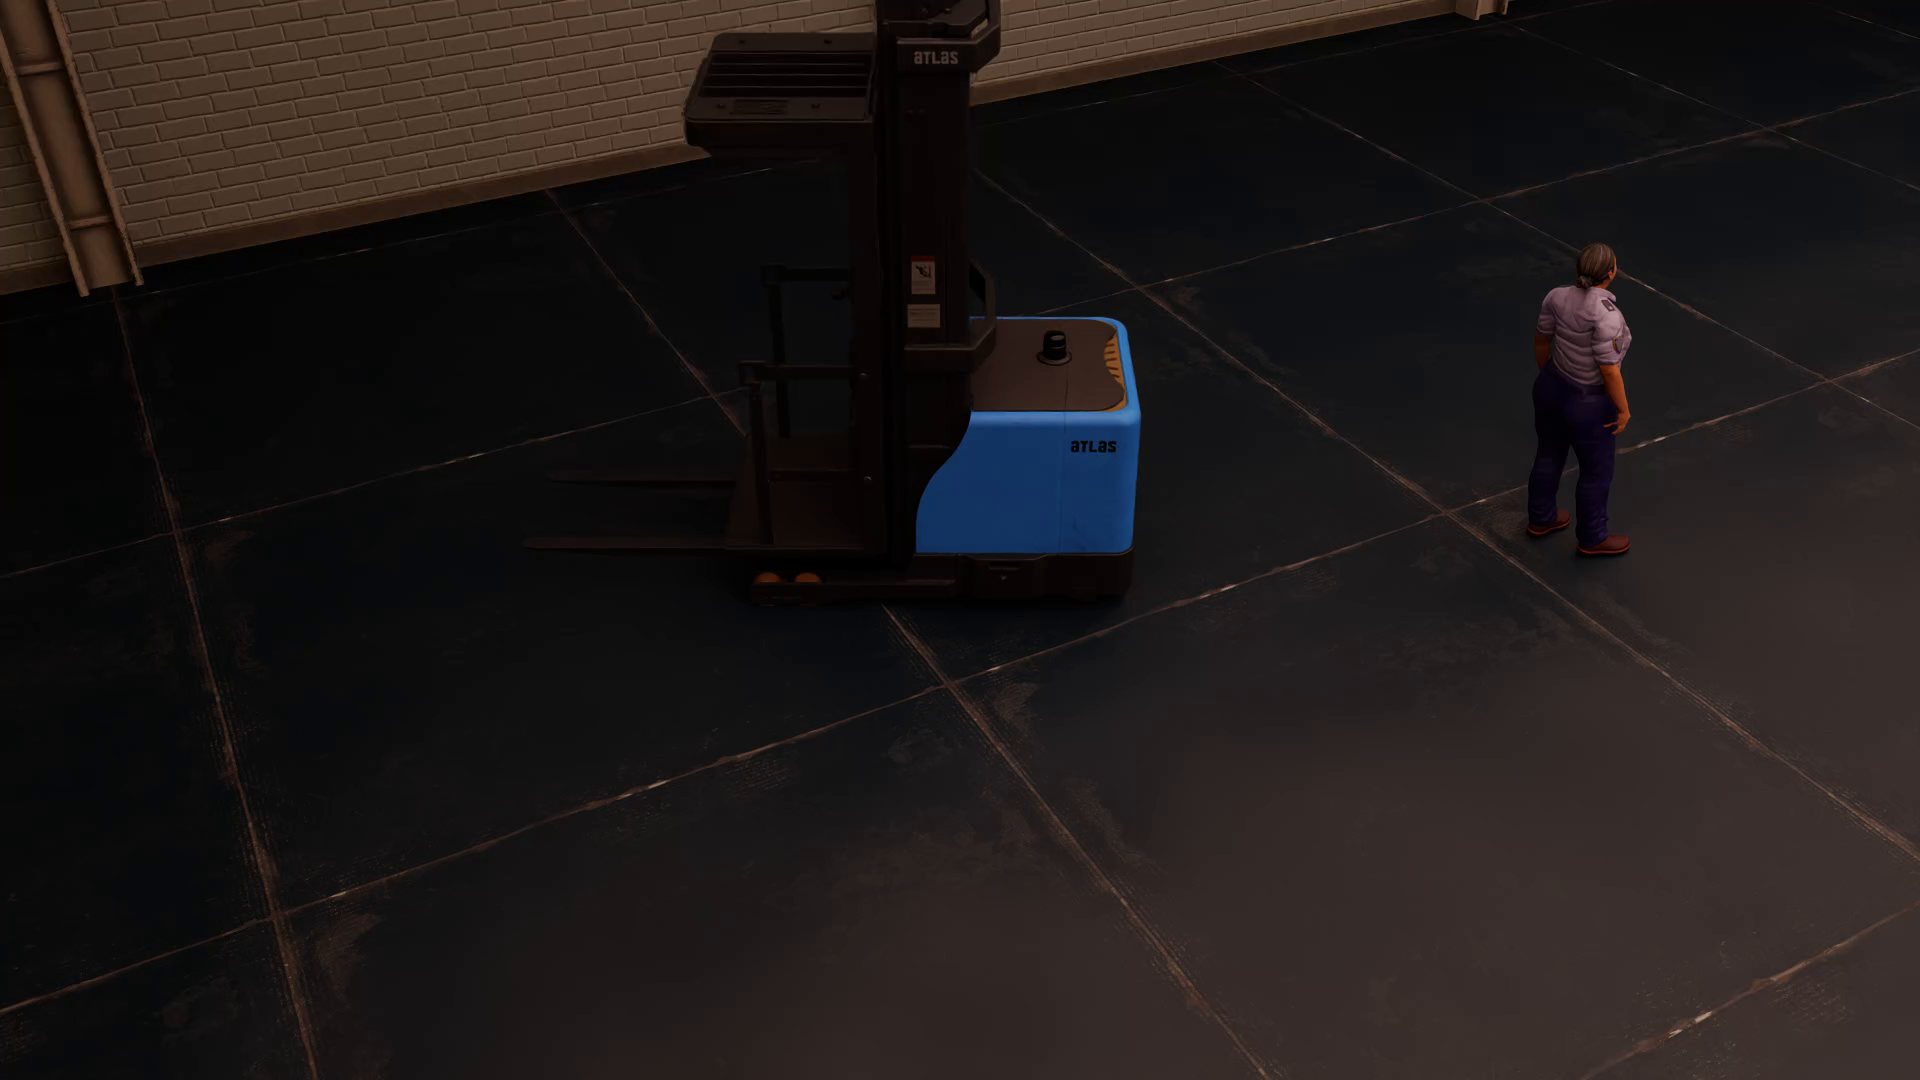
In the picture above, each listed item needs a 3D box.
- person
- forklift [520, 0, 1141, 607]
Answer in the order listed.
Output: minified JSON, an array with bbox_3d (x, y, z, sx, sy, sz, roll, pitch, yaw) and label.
[{"bbox_3d":[3.127,-0.712,8.231,0.502,1.650,0.599,-17,38,-22],"label":"person"},{"bbox_3d":[-0.664,-1.174,7.784,3.031,2.935,1.130,0,35,0],"label":"forklift"}]
